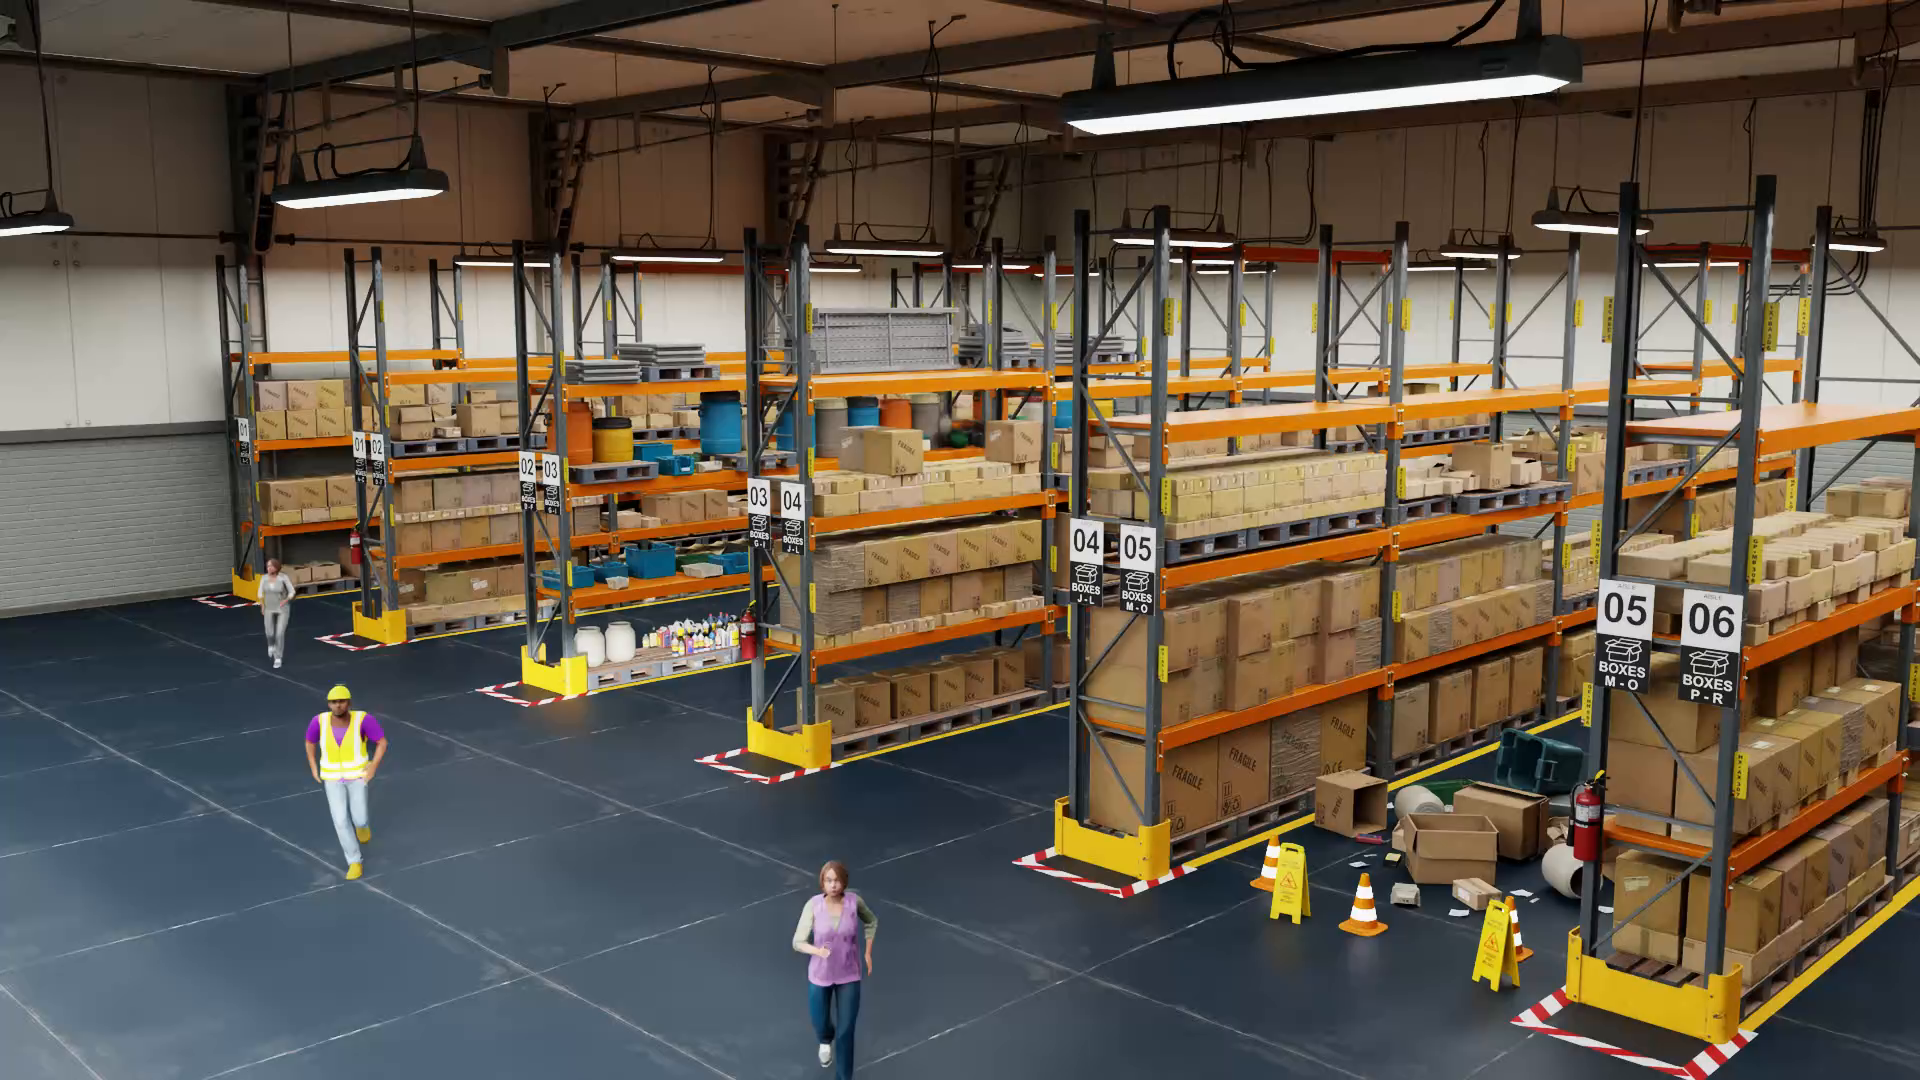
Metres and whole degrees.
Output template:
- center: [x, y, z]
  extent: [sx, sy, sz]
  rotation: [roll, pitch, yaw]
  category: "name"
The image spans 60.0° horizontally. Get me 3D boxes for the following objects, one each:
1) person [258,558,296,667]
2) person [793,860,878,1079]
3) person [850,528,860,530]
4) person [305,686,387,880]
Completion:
- center: [-9.786, 1.037, 23.820]
  extent: [0.527, 1.570, 0.569]
  rotation: [-2, 8, -11]
  category: "person"
- center: [-0.809, 2.849, 10.815]
  extent: [0.544, 1.586, 0.879]
  rotation: [0, 8, -2]
  category: "person"
- center: [-1.735, -0.045, 28.950]
  extent: [0.589, 1.680, 0.528]
  rotation: [8, 11, 44]
  category: "person"
- center: [-5.633, 2.169, 15.278]
  extent: [0.725, 1.739, 0.788]
  rotation: [-2, 8, -11]
  category: "person"
